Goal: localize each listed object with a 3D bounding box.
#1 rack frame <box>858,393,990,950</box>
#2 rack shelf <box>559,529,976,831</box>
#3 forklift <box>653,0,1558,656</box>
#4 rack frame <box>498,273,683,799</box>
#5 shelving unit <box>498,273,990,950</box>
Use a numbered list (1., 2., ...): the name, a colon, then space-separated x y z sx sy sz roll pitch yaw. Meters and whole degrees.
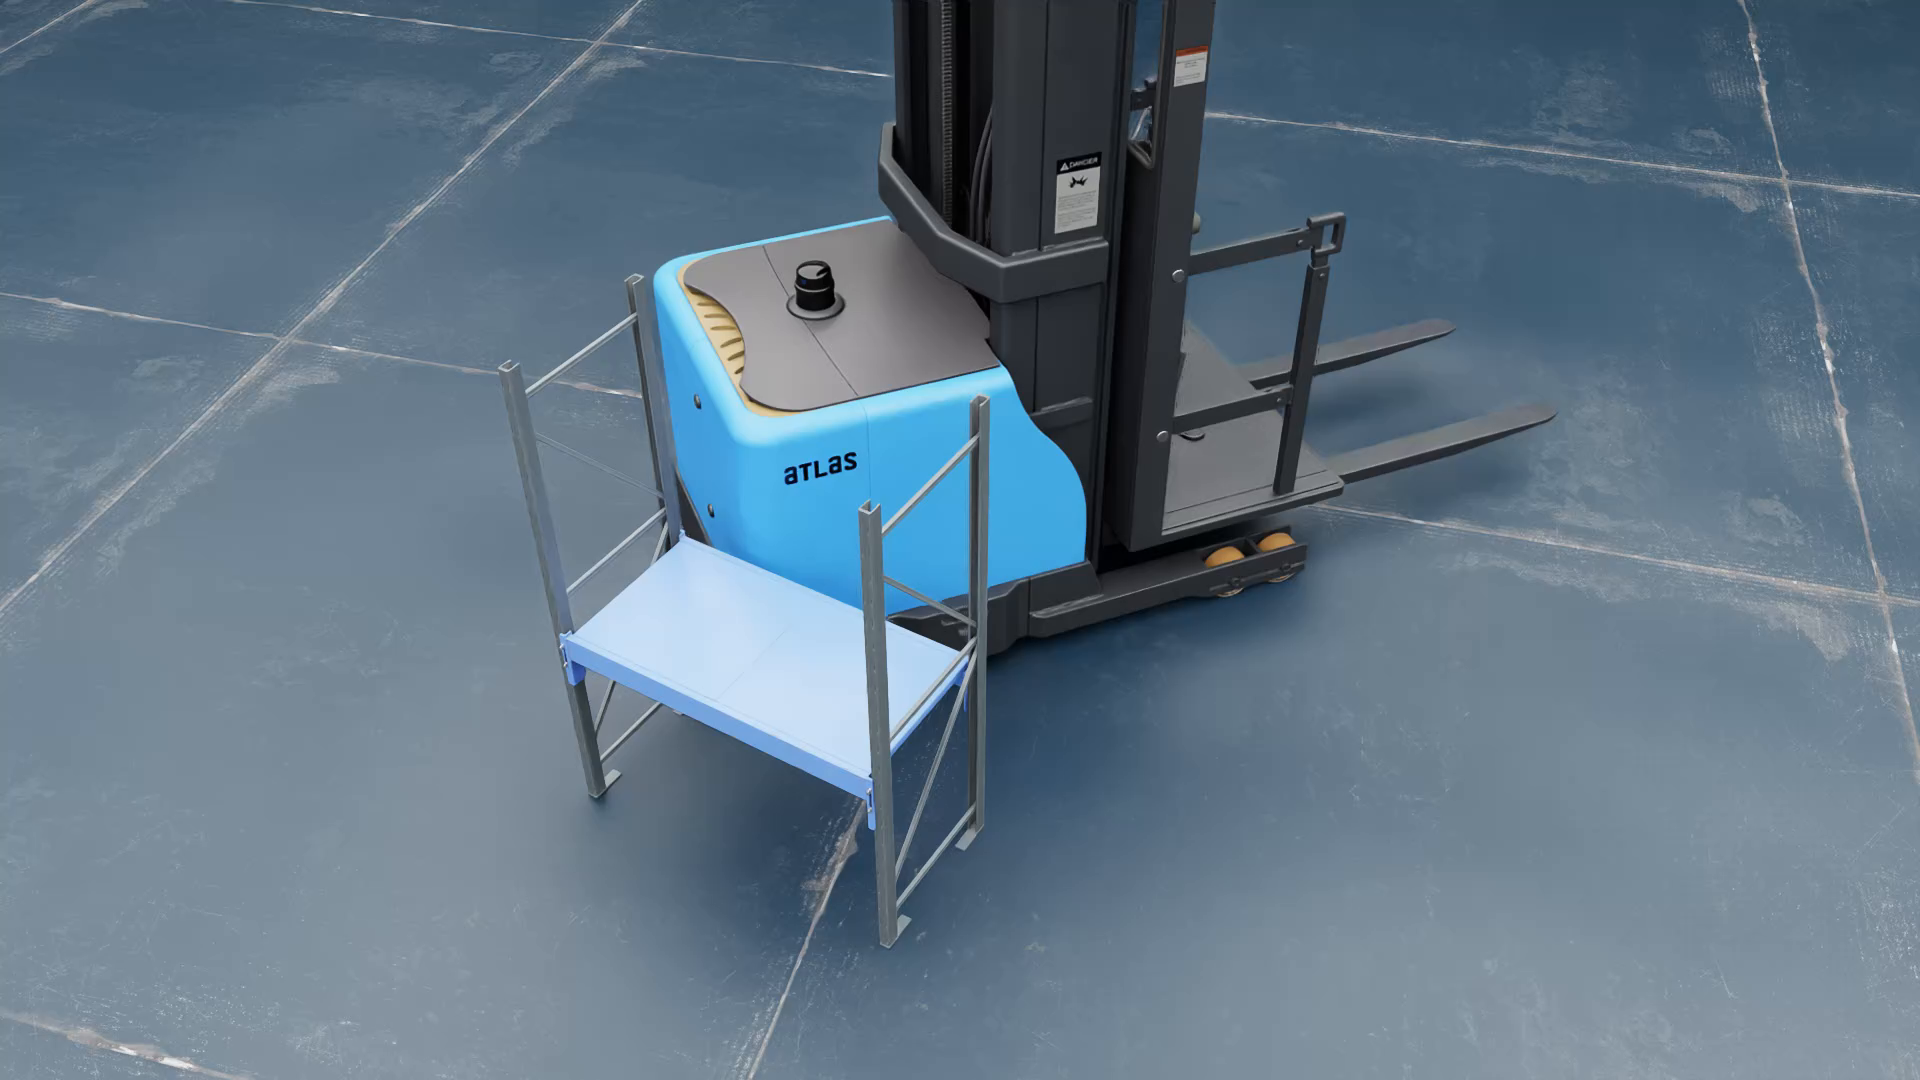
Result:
1. rack frame: -0.073 0.378 4.133 0.032 1.500 0.500 21 44 23
2. rack shelf: -0.507 0.347 4.451 1.000 0.185 0.538 21 44 23
3. forklift: 0.613 -1.233 4.939 3.031 2.935 1.130 -15 42 -17
4. rack frame: -0.942 0.039 4.537 0.032 1.500 0.500 21 44 23
5. shelving unit: -0.507 0.209 4.335 1.048 1.500 0.538 21 44 23
